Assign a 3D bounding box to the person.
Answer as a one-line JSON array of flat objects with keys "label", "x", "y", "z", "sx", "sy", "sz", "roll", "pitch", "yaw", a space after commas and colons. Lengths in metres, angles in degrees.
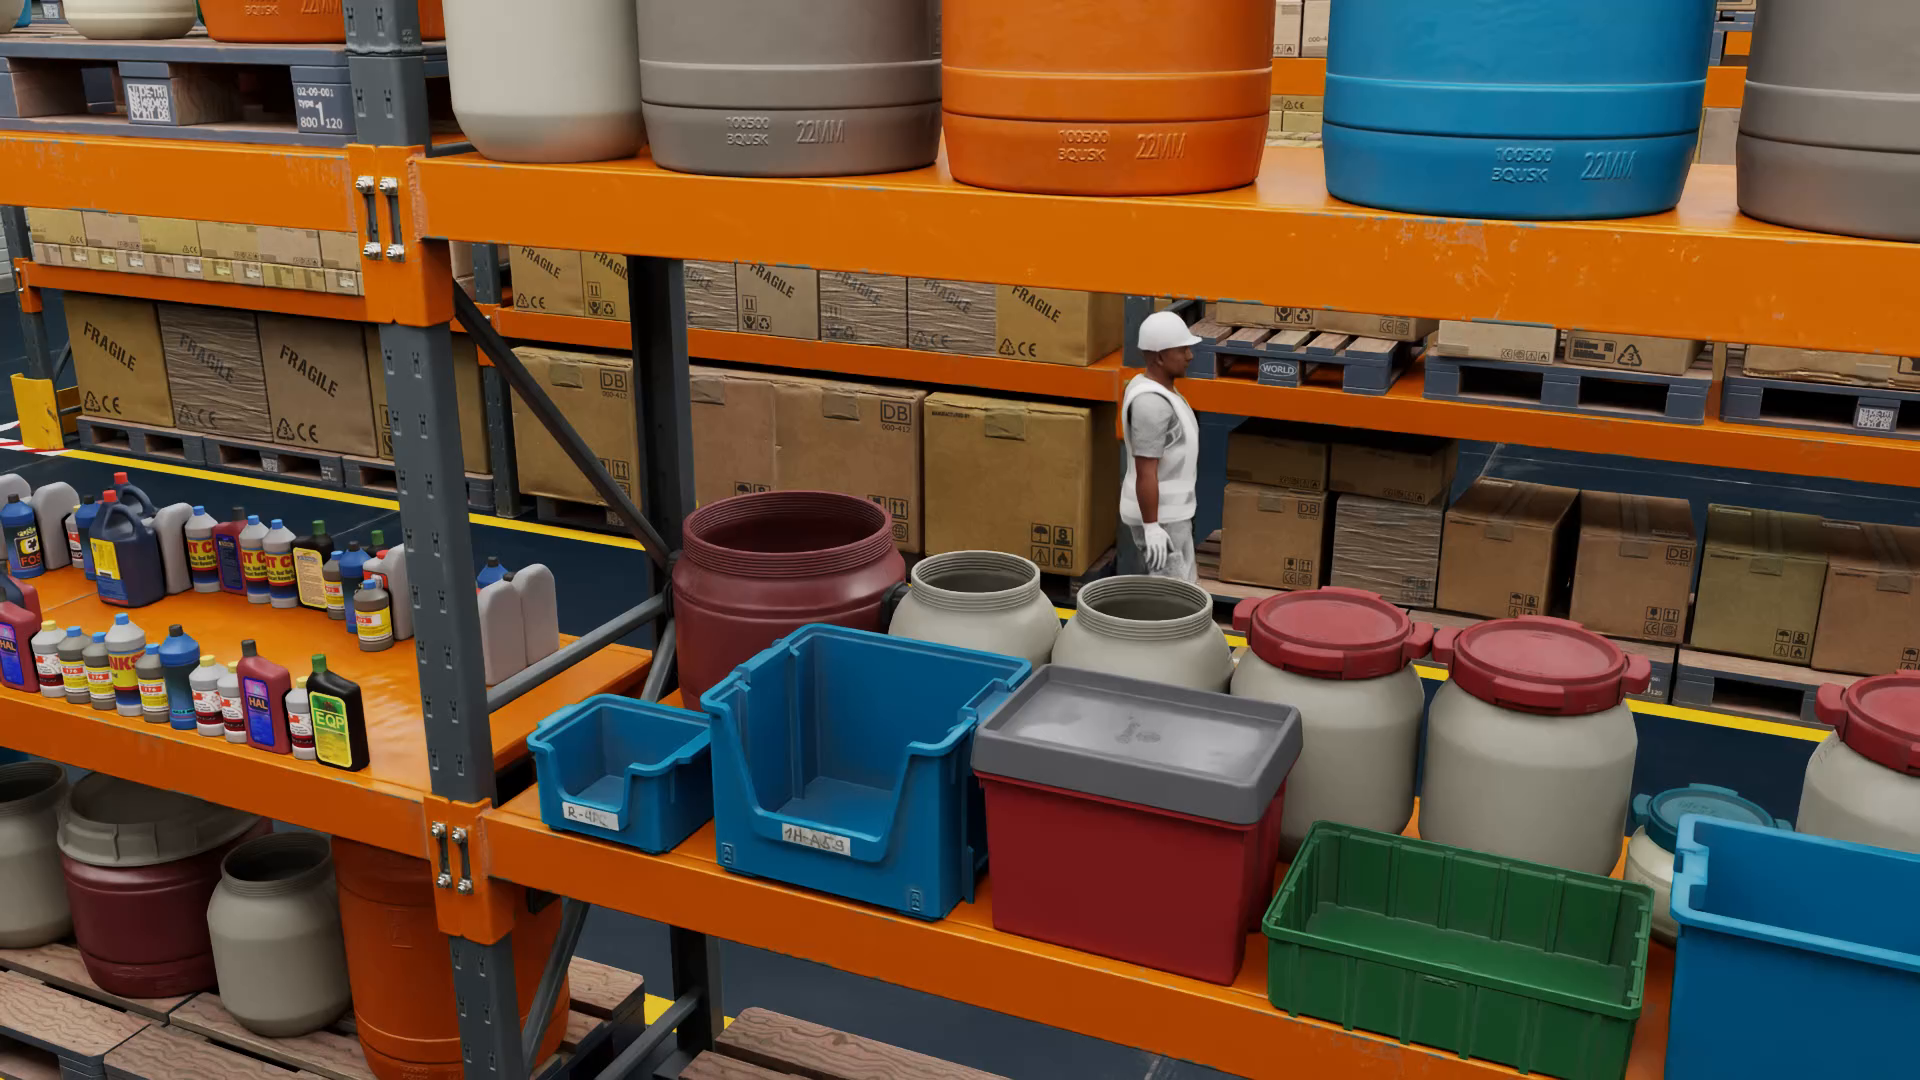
[{"label": "person", "x": 0.869, "y": -0.102, "z": 7.263, "sx": 0.580, "sy": 1.786, "sz": 0.641, "roll": 2, "pitch": 19, "yaw": 4}]
